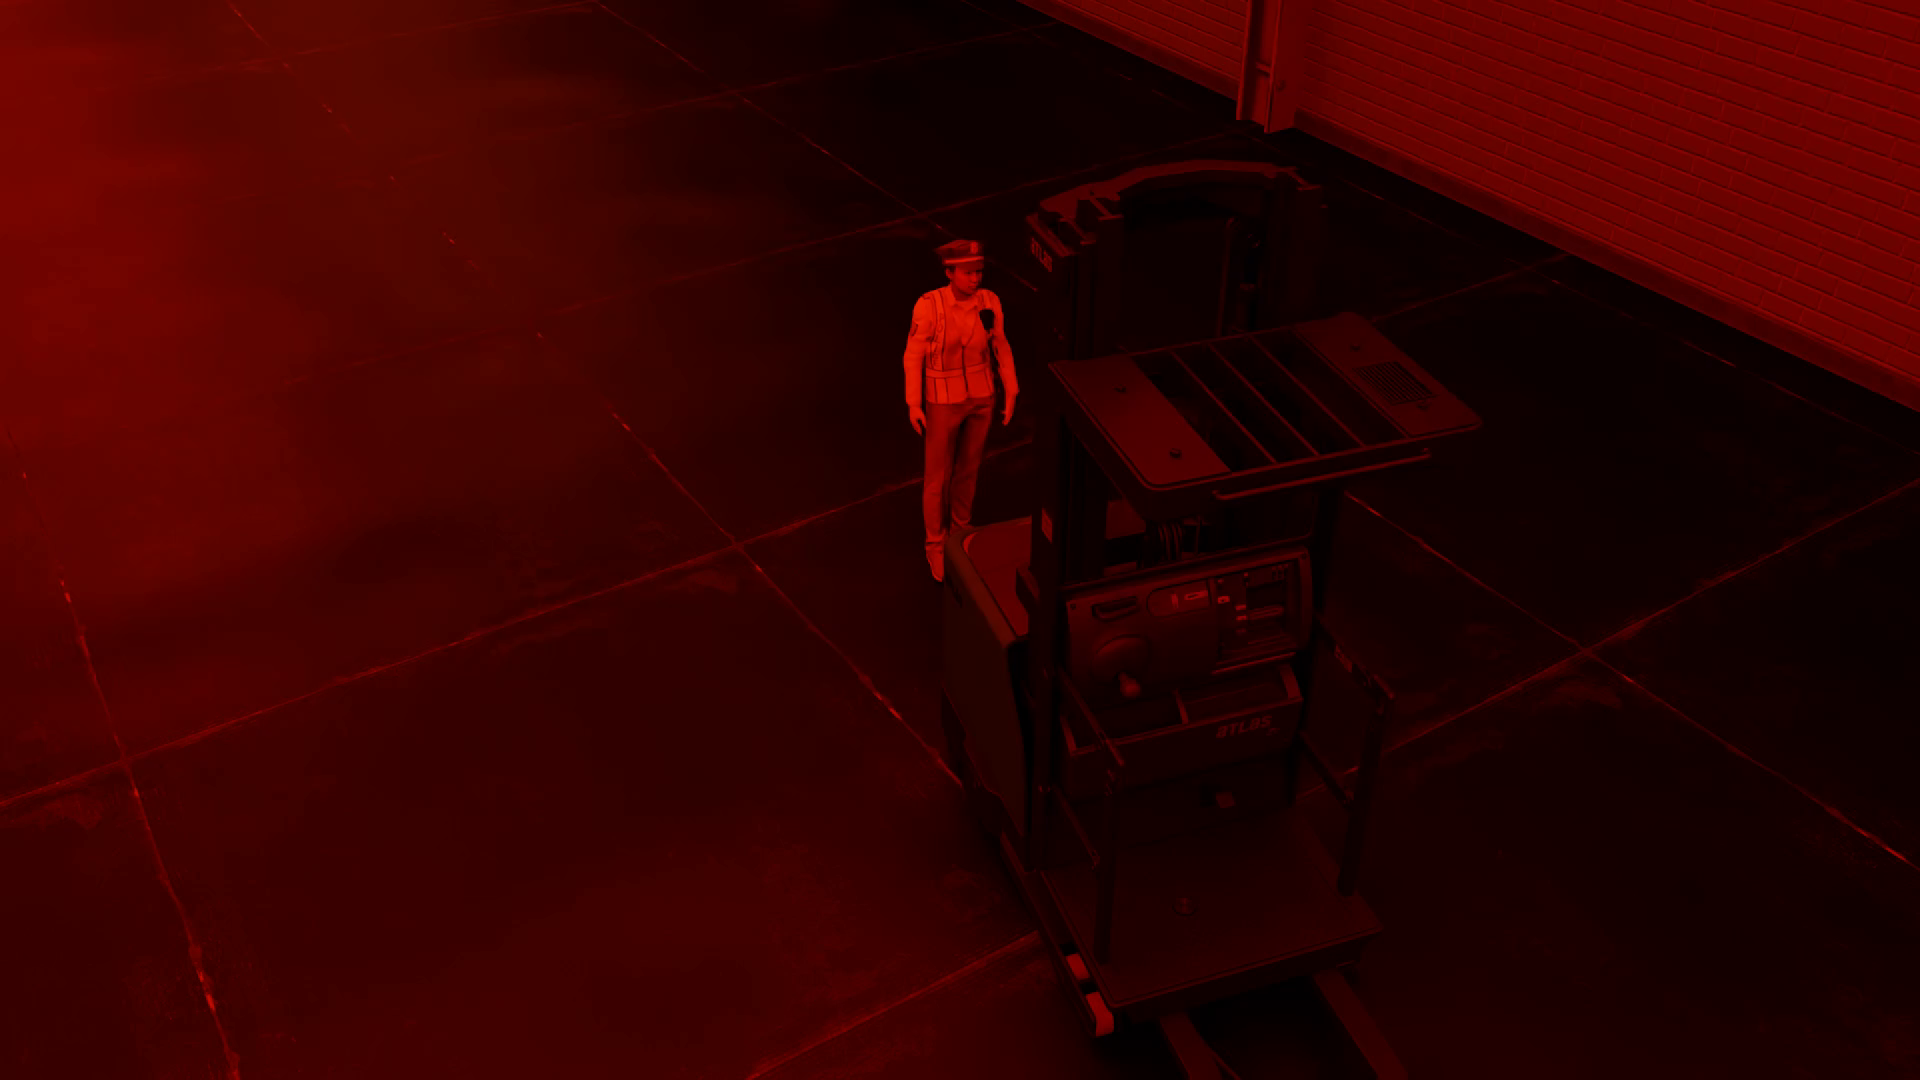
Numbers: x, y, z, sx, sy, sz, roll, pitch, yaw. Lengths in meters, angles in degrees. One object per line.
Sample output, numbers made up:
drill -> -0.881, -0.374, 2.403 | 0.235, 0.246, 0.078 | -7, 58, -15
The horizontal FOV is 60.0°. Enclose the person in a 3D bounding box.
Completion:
person -> 0.036, -0.645, 8.136 | 0.578, 1.696, 0.572 | -11, 37, -15

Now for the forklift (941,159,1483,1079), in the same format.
forklift -> 0.880, 0.356, 5.641 | 1.130, 2.935, 3.031 | -11, 37, -16
